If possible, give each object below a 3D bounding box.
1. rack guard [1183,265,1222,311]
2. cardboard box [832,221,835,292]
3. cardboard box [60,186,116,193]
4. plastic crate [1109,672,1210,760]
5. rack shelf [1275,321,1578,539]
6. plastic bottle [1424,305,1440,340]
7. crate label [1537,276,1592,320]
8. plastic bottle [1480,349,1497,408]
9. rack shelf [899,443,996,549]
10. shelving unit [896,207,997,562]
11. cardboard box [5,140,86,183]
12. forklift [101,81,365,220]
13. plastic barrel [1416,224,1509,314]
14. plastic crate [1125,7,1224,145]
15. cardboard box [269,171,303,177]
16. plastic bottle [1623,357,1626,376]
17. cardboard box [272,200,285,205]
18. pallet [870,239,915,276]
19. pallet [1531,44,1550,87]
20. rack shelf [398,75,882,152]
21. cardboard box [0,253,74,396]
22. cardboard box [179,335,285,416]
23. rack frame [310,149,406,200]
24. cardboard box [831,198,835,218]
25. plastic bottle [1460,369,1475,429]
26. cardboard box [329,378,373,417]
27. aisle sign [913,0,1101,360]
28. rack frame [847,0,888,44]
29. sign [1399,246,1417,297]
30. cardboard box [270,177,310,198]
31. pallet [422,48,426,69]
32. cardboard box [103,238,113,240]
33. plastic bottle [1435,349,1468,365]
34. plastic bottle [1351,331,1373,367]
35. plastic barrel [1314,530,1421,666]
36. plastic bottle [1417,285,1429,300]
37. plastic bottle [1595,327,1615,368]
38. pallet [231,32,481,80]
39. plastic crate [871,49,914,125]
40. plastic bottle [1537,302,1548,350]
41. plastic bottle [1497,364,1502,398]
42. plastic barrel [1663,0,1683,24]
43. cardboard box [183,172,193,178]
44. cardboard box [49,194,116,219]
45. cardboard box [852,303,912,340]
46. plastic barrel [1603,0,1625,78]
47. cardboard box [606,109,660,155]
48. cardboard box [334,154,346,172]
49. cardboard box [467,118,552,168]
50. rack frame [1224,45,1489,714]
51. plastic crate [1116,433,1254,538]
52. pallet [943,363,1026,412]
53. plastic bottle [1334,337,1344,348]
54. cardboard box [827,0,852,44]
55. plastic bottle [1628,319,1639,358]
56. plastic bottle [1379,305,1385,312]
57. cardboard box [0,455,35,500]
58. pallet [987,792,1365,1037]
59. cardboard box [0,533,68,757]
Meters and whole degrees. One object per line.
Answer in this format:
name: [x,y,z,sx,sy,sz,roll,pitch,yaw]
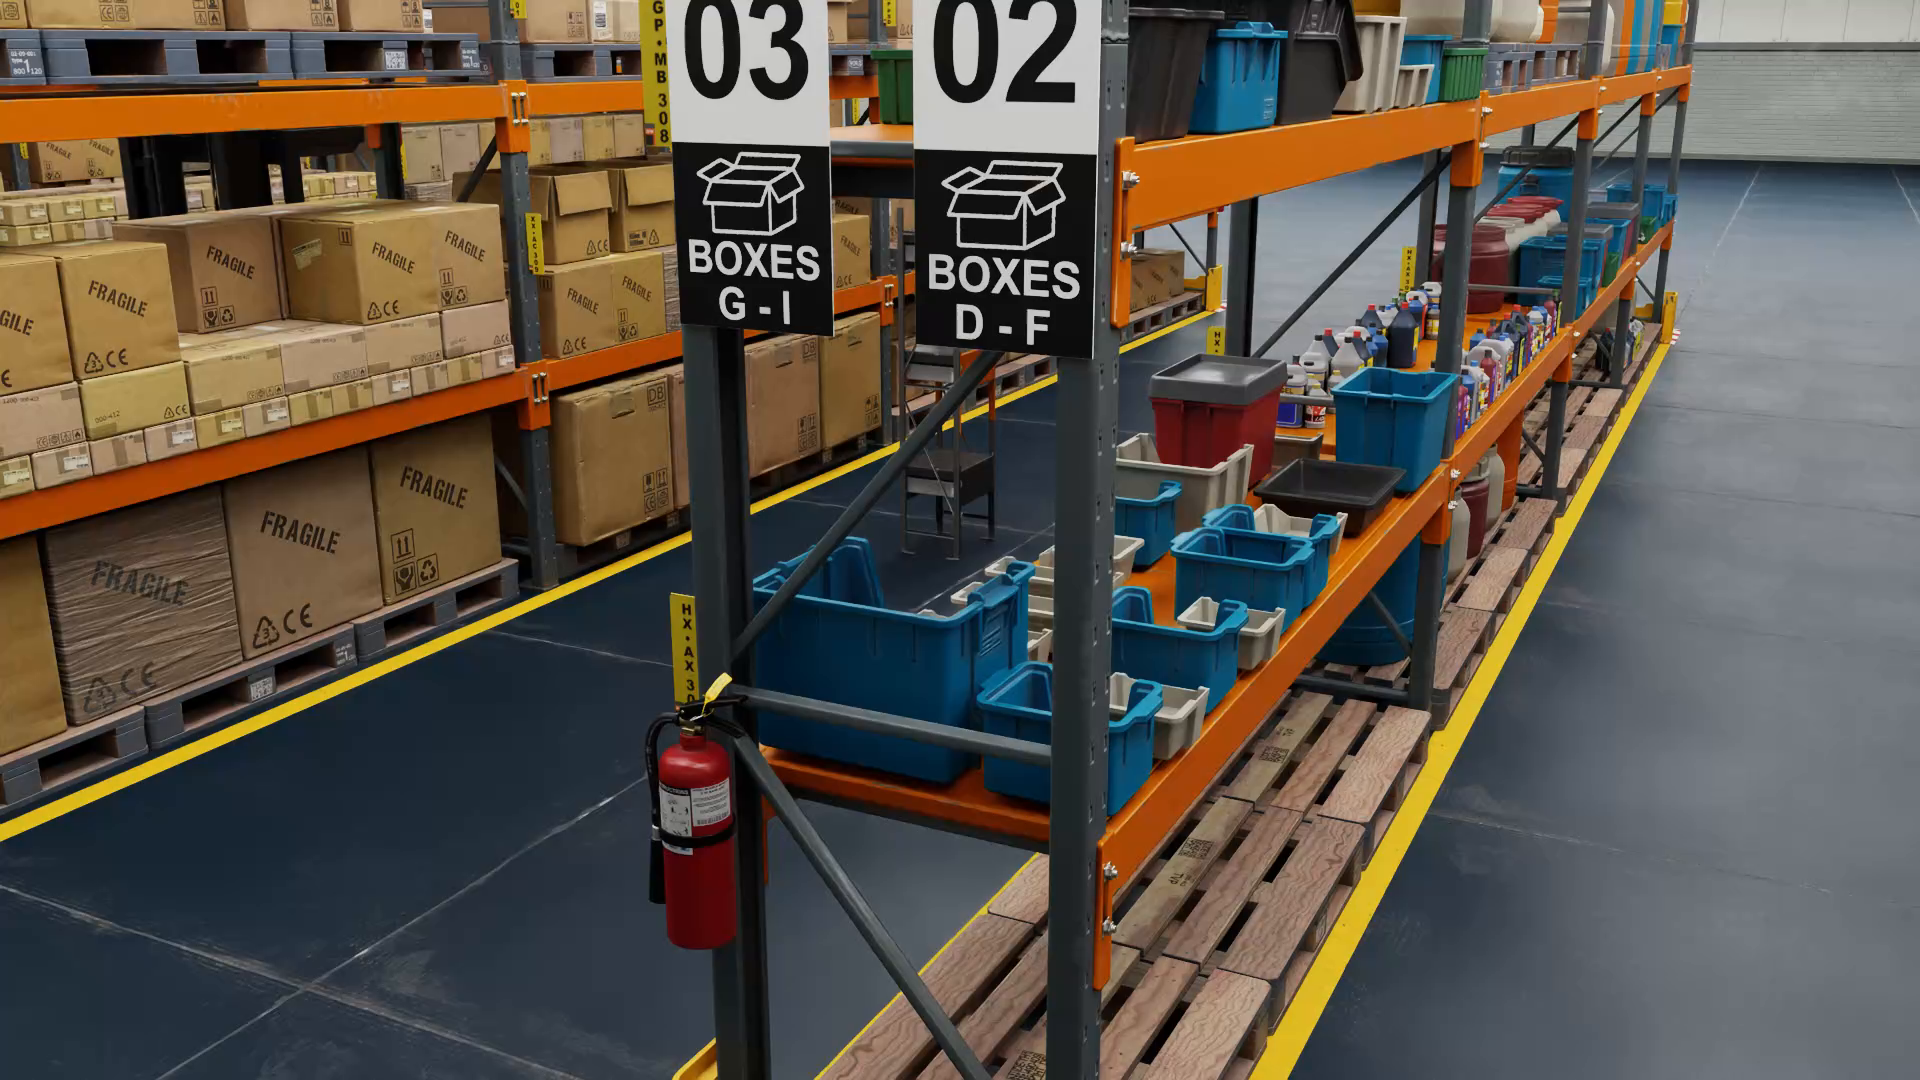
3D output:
rack guard: [2.536,-3.055,19.933,1.175,0.500,0.348,8,18,25]
cardboard box: [-1.232,-2.000,11.813,0.500,0.500,0.500,8,18,25]
cardboard box: [-6.713,-2.629,12.767,0.380,0.149,0.250,7,18,24]
plastic crate: [0.473,0.438,4.138,0.250,0.136,0.298,8,18,25]
rack shelf: [2.532,-0.751,9.047,1.077,0.370,4.000,8,18,25]
plastic bottle: [2.857,-1.312,10.021,0.097,0.201,0.097,0,17,0]
crate label: [3.949,-1.584,10.884,0.303,0.233,0.416,8,18,25]
plastic bottle: [2.581,-0.796,8.139,0.061,0.283,0.133,8,18,25]
rack shelf: [-0.074,-0.280,10.287,0.431,0.518,0.480,8,18,25]
shelving unit: [-0.074,-0.964,10.083,0.431,2.100,0.503,8,18,25]
cardboard box: [-9.463,-3.973,17.197,0.500,0.500,0.500,8,18,24]
forklift: [-4.617,-1.710,11.133,1.130,2.935,3.031,6,18,19]
plastic barrel: [3.362,-1.827,11.168,0.600,0.536,0.708,8,18,25]
plastic crate: [0.273,-1.005,3.601,0.497,0.269,0.590,8,18,25]
cardboard box: [-5.895,-3.096,14.339,0.380,0.149,0.250,8,18,24]
plastic bottle: [5.793,-1.545,14.599,0.097,0.201,0.097,0,17,0]
cardboard box: [-5.669,-2.669,13.424,0.380,0.149,0.250,8,18,25]
pallet: [-0.782,-2.338,13.465,1.213,0.211,1.003,8,18,25]
pallet: [2.406,-2.435,8.517,1.003,0.211,1.213,8,18,25]
rack shelf: [-1.899,-2.819,10.742,1.077,0.370,4.000,8,18,25]
cardboard box: [-3.900,-0.843,6.518,0.500,0.500,0.500,8,18,24]
cardboard box: [-3.441,-0.750,7.523,0.500,0.250,0.500,8,18,24]
rack frame: [-5.397,-2.892,14.993,1.000,3.000,0.127,8,18,25]
cardboard box: [-1.346,-2.580,12.004,0.797,0.503,0.637,9,19,27]
plastic bottle: [2.322,-0.654,7.684,0.097,0.271,0.097,0,17,0]
cardboard box: [-3.095,-0.714,8.102,0.380,0.149,0.250,8,19,26]
aisle sign: [0.085,-0.757,3.240,0.394,0.787,0.004,8,18,25]
rack frame: [-1.005,-5.111,11.927,1.000,3.000,0.127,8,18,25]
sign: [2.931,-1.751,10.866,0.100,0.325,0.005,8,18,25]
cardboard box: [-5.553,-2.876,13.598,0.380,0.149,0.250,9,19,27]
pallet: [-5.157,-4.410,15.167,1.213,0.211,1.003,9,19,28]
cardboard box: [-6.363,-2.130,12.132,0.380,0.149,0.250,8,18,26]
plastic bottle: [2.464,-0.851,8.340,0.152,0.276,0.135,8,18,25]
plastic bottle: [1.968,-0.867,8.262,0.144,0.351,0.185,8,18,25]
plastic barrel: [1.897,0.082,7.928,0.600,0.901,0.708,8,18,25]
plastic bottle: [2.867,-1.448,10.358,0.097,0.271,0.097,0,17,0]
plastic bottle: [5.816,-1.736,14.981,0.144,0.351,0.185,8,18,25]
pallet: [-3.167,-2.405,8.239,1.003,0.211,1.213,8,18,25]
plastic crate: [0.036,-1.191,4.370,0.450,0.188,0.336,8,18,25]
plastic bottle: [3.369,-1.251,9.692,0.097,0.271,0.097,0,17,0]
plastic bottle: [2.676,-0.822,8.373,0.097,0.201,0.097,0,17,0]
plastic barrel: [6.605,-5.066,15.975,0.600,0.588,0.600,0,17,0]
cardboard box: [-8.794,-4.041,18.567,0.380,0.149,0.250,9,19,27]
cardboard box: [-6.361,-2.418,12.055,0.380,0.149,0.250,8,18,26]
cardboard box: [-0.733,-1.782,13.555,0.500,0.250,0.500,9,19,28]
plastic barrel: [3.987,-3.465,10.773,0.600,0.901,0.600,0,17,0]
cardboard box: [-3.414,-4.590,18.550,0.875,0.550,0.550,8,18,25]
cardboard box: [-7.637,-4.782,20.658,0.500,0.500,0.500,8,18,25]
cardboard box: [-4.507,-3.922,16.530,0.700,0.500,0.500,8,18,25]
rack frame: [1.639,-0.586,7.229,1.000,3.000,0.127,8,18,25]
plastic crate: [0.791,-0.193,6.007,0.437,0.282,0.530,8,18,25]
pallet: [-0.108,-1.407,14.890,1.003,0.211,1.213,8,18,25]
plastic bottle: [1.914,-0.890,8.469,0.152,0.276,0.135,8,18,25]
cardboard box: [-1.213,-3.759,11.726,0.797,0.503,0.637,9,19,29]
plastic bottle: [6.219,-1.874,15.446,0.144,0.351,0.185,8,18,25]
plastic bottle: [2.386,-1.191,9.472,0.061,0.283,0.133,8,18,25]
cardboard box: [-3.898,-0.256,6.560,0.380,0.149,0.250,8,18,24]
pallet: [0.801,1.255,5.929,1.003,0.211,1.213,8,18,25]
cardboard box: [-4.365,0.447,6.747,0.875,0.875,0.875,8,18,25]
